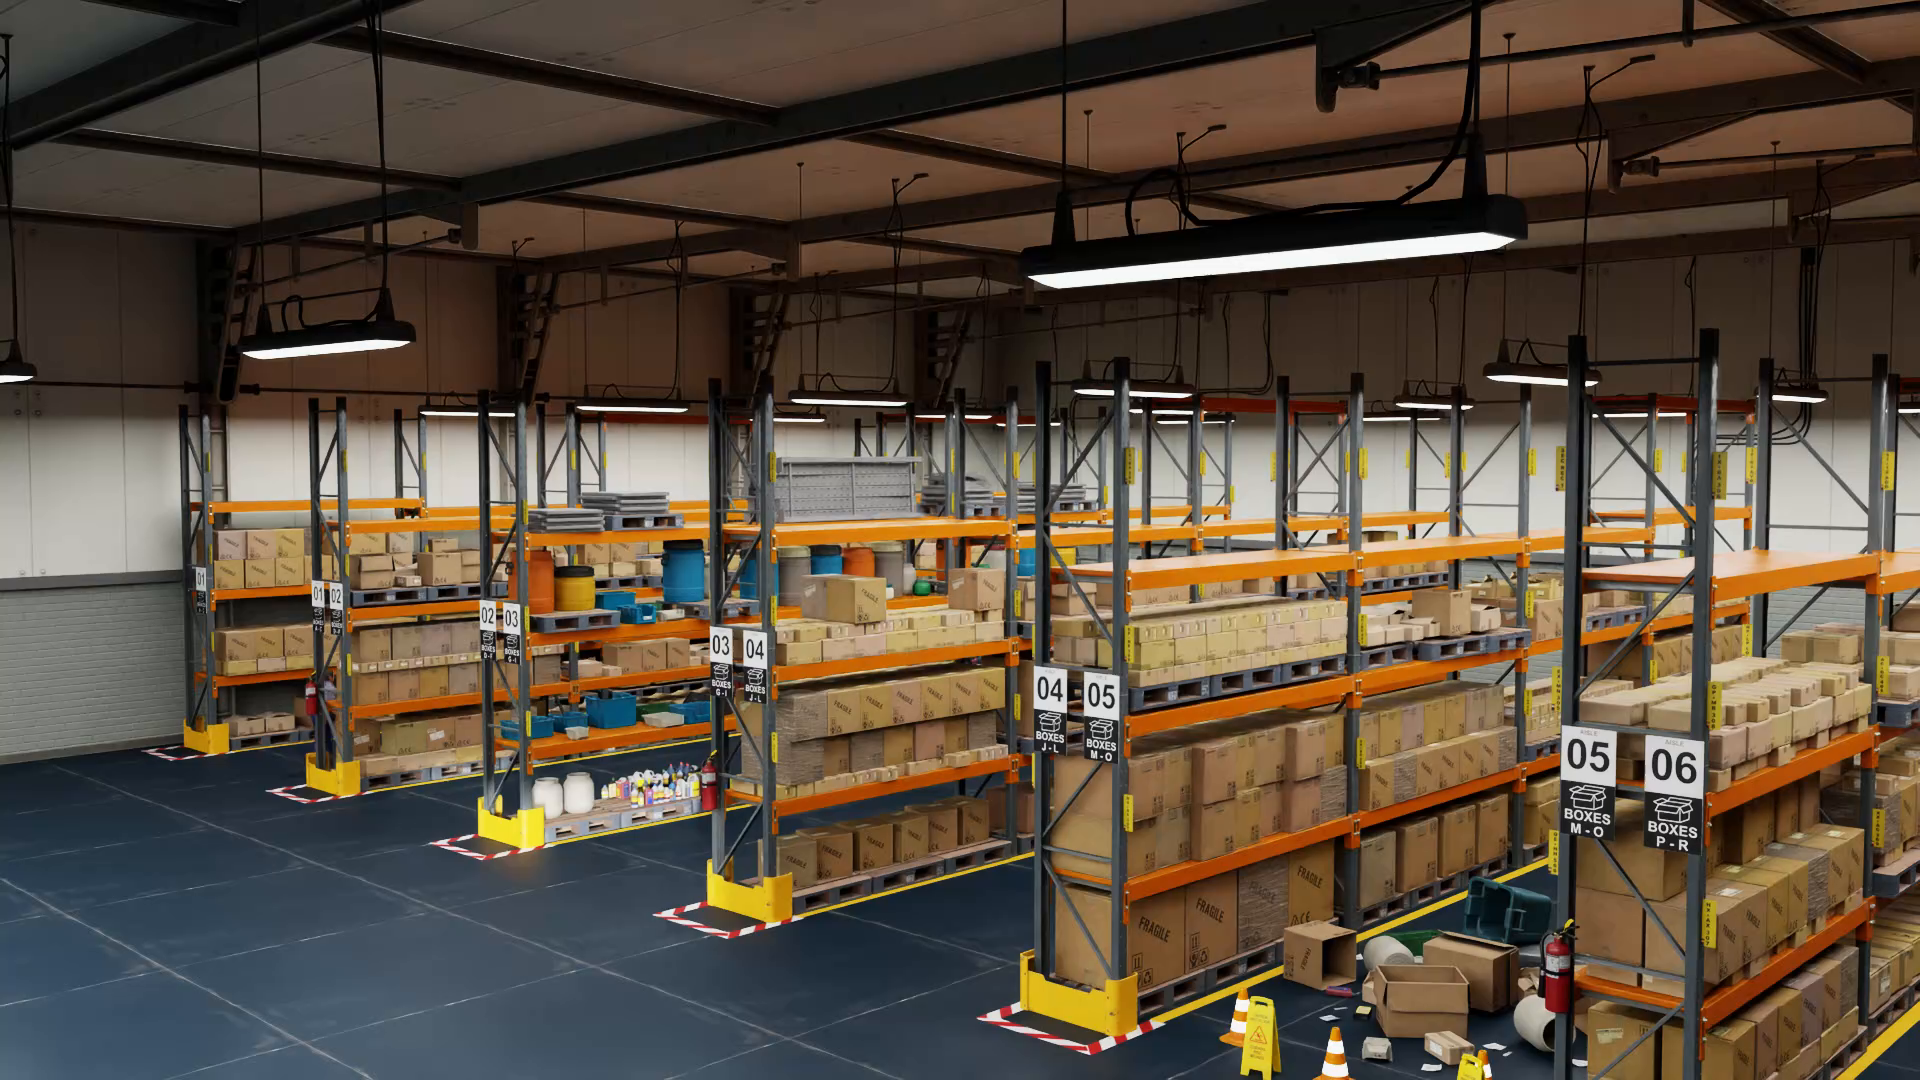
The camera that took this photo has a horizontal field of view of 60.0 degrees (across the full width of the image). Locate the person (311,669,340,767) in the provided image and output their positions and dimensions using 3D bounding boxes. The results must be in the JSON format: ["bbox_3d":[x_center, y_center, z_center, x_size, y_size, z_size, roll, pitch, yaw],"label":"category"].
[{"bbox_3d":[-10.333,2.949,27.080,0.509,1.695,0.606,2,4,35],"label":"person"}]

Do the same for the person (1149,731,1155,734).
[{"bbox_3d":[2.725,3.188,21.965,0.582,1.654,0.550,-2,4,-35],"label":"person"}]
